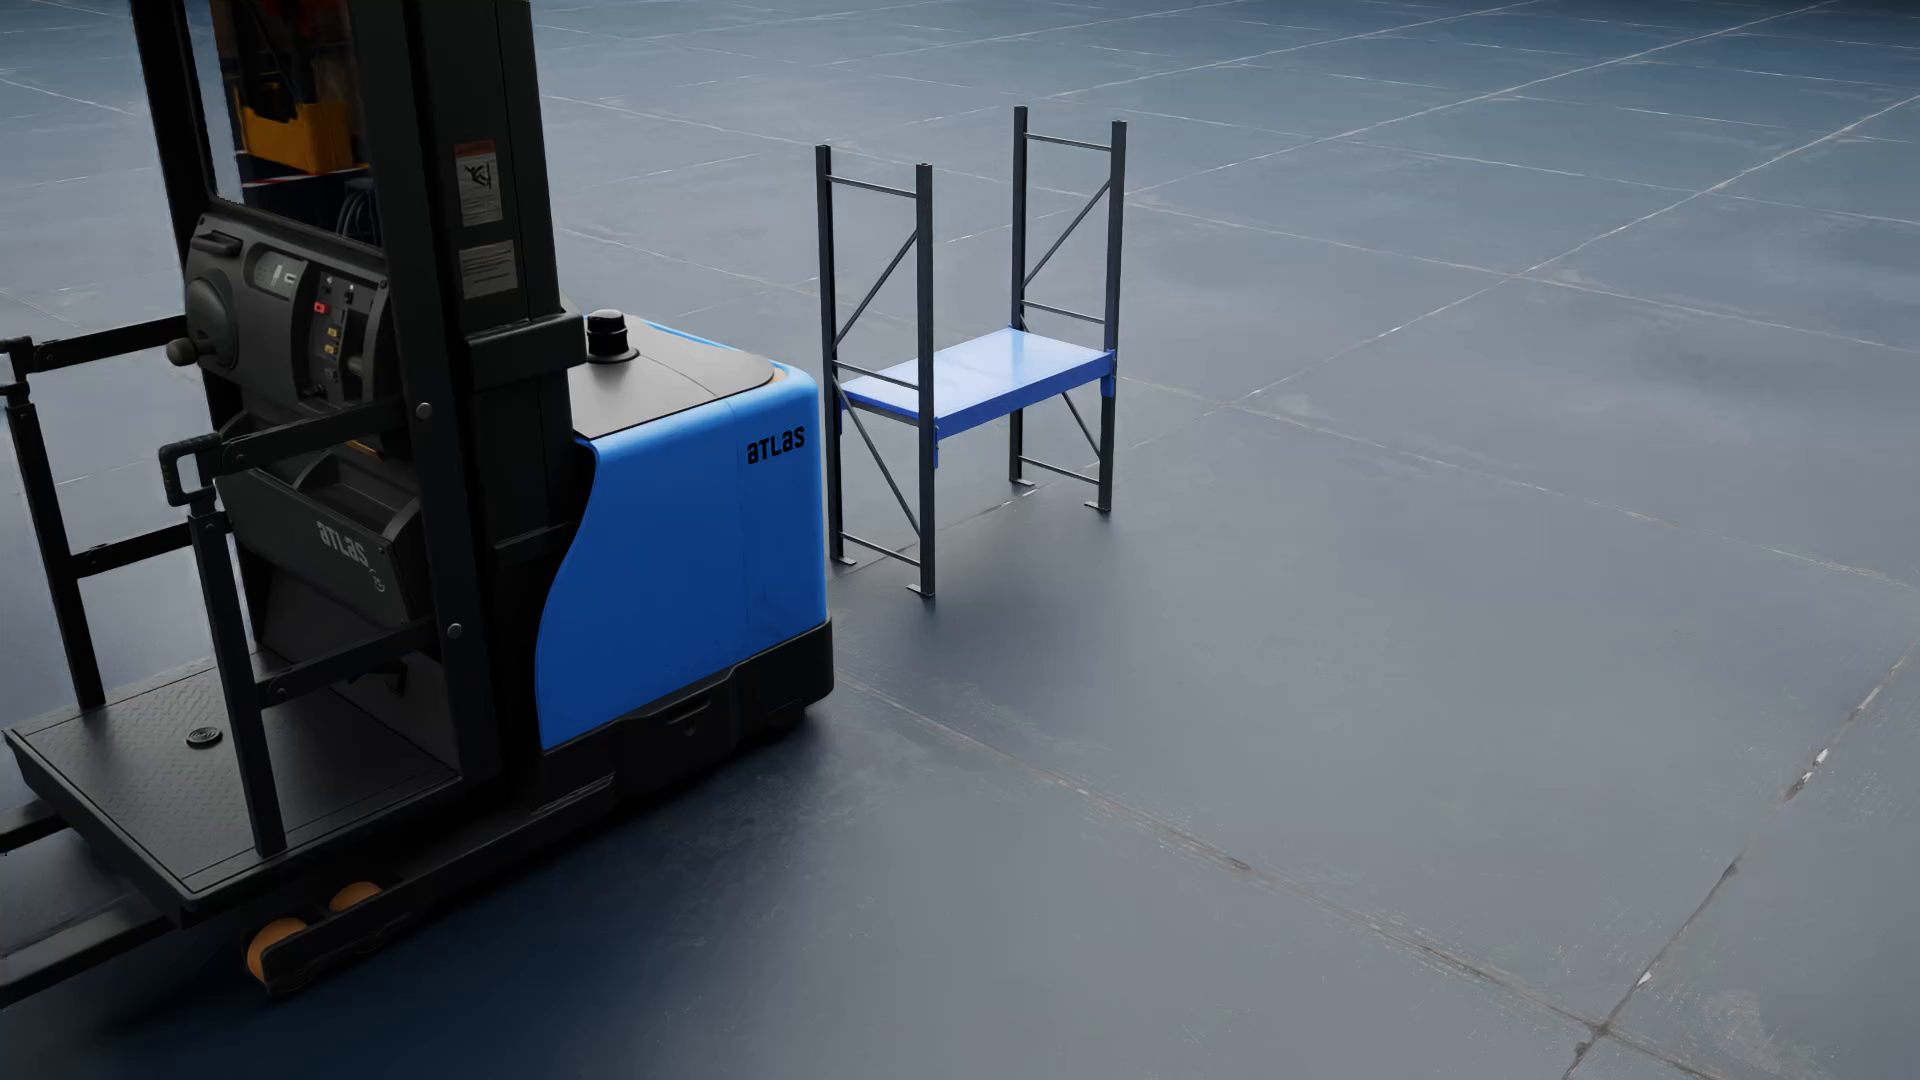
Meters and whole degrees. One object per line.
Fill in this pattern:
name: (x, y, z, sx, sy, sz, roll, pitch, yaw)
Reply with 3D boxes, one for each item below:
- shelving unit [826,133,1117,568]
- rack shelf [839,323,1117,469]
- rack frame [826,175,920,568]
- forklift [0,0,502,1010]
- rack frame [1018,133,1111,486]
shelving unit: (0.057, -0.710, 6.001, 0.538, 1.308, 1.030, 20, 31, 38)
rack shelf: (0.057, -0.546, 6.075, 0.538, 0.185, 1.000, 20, 31, 38)
rack frame: (-0.284, -0.556, 5.657, 0.475, 1.308, 0.013, 20, 31, 38)
forklift: (-1.755, -0.517, 3.821, 1.121, 2.935, 3.031, 21, 31, 38)
rack frame: (0.395, -0.866, 6.348, 0.475, 1.308, 0.013, 20, 31, 38)
